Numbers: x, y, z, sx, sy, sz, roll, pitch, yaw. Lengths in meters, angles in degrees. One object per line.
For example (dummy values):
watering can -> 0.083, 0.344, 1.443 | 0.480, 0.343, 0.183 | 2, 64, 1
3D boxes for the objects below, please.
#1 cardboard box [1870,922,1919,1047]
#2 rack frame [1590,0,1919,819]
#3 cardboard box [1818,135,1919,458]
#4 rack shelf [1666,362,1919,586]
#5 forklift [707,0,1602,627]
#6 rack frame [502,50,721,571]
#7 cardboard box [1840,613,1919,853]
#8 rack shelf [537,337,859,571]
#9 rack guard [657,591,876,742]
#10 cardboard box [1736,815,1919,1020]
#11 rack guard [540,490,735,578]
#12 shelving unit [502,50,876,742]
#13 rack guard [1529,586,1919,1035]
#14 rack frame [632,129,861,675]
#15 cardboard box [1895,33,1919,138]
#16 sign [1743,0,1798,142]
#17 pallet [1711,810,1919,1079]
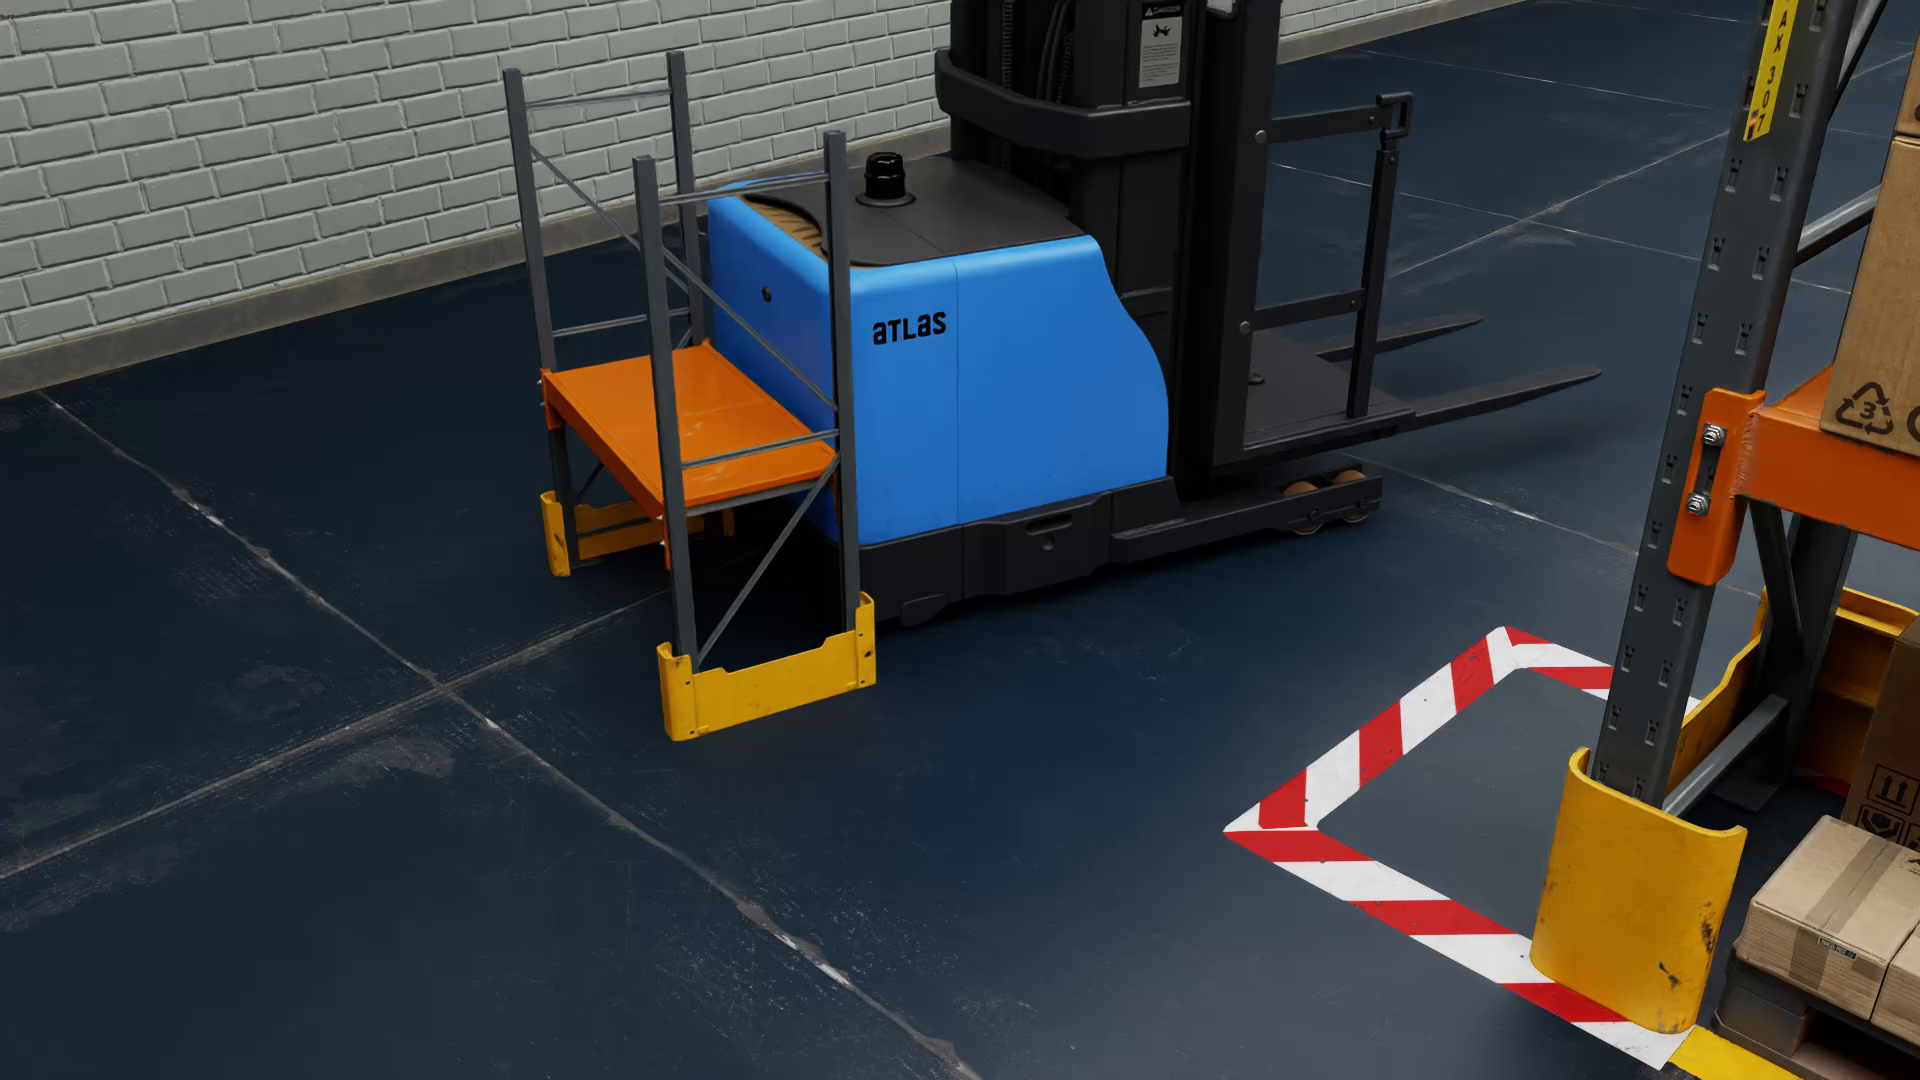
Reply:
cardboard box -> 1.903, 0.799, 3.078 | 0.250, 0.166, 0.380 | 25, 36, 38
rack frame -> 1.667, -0.592, 3.153 | 0.127, 3.000, 1.000 | 25, 36, 38
cardboard box -> 1.798, -0.404, 2.688 | 0.500, 0.500, 0.500 | -24, 36, -38
rack shelf -> 3.093, 0.379, 2.080 | 4.000, 0.370, 1.077 | 25, 36, 38
forklift -> 0.784, -1.517, 4.986 | 3.031, 2.935, 1.130 | -13, 31, -24
rack frame -> -0.985, -0.631, 4.838 | 0.500, 1.500, 0.032 | -15, 31, -26
cardboard box -> 2.227, 0.415, 3.451 | 0.500, 0.500, 0.500 | 25, 36, 38
rack shelf -> -0.736, -0.265, 4.529 | 0.538, 0.185, 1.000 | -15, 31, -26
rack guard -> -0.497, 0.327, 4.359 | 0.587, 0.250, 0.087 | -15, 31, -26
cardboard box -> 1.724, 0.726, 3.238 | 0.250, 0.149, 0.380 | 25, 36, 38
rack guard -> -0.984, -0.077, 5.128 | 0.587, 0.250, 0.087 | -15, 31, -26
shelving unit -> -0.740, -0.428, 4.453 | 0.587, 1.500, 1.083 | -15, 31, -26
rack guard -> 1.721, 0.539, 3.688 | 0.348, 0.500, 1.175 | 25, 36, 38
rack frame -> -0.487, -0.218, 4.053 | 0.500, 1.500, 0.032 | -15, 31, -26
cardboard box -> 1.798, -0.847, 2.456 | 0.500, 0.500, 0.500 | -24, 36, -38
sign -> 1.286, -0.795, 2.609 | 0.005, 0.325, 0.100 | 25, 36, 38
pallet -> 2.290, 0.927, 3.261 | 1.213, 0.211, 1.003 | 25, 36, 38
